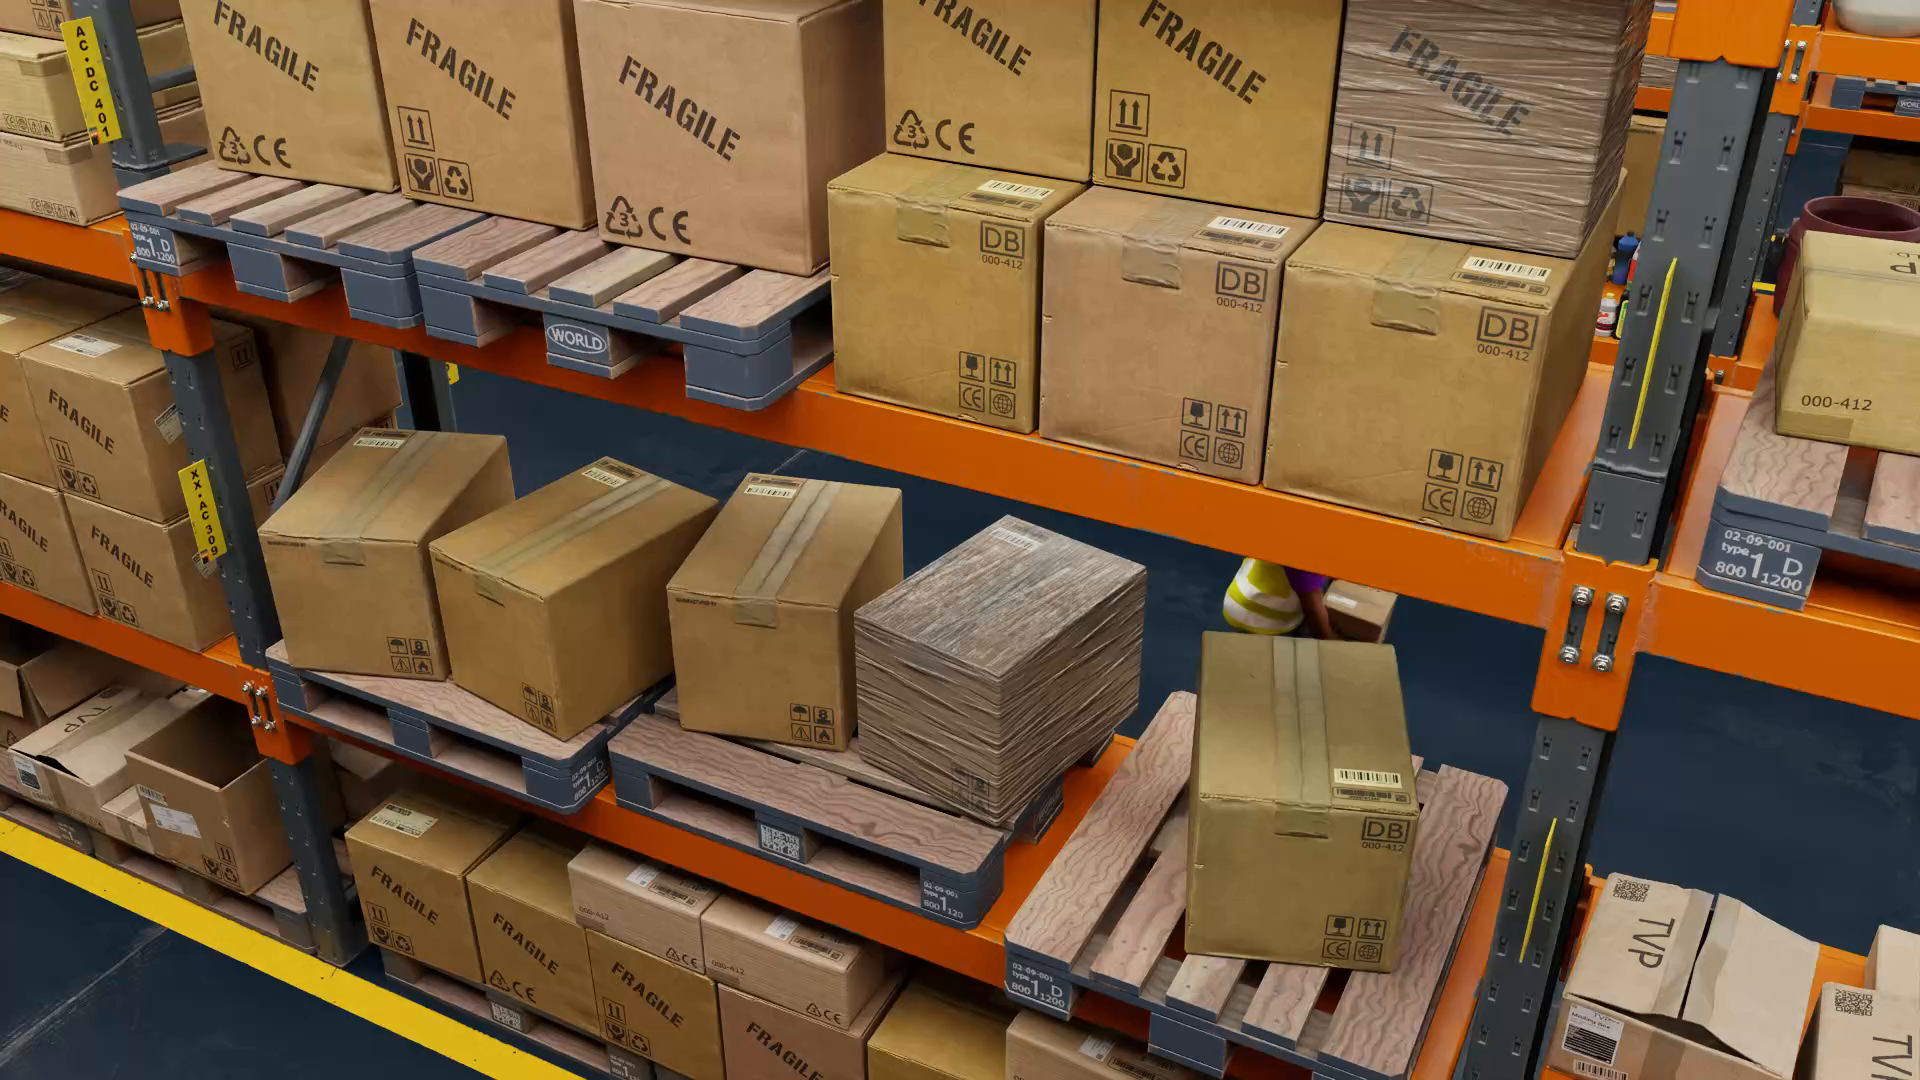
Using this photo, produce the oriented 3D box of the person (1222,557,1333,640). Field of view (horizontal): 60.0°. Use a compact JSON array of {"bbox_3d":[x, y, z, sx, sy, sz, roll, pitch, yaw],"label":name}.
[{"bbox_3d":[1.355,0.331,6.597,0.598,1.697,0.501,14,33,22],"label":"person"}]
